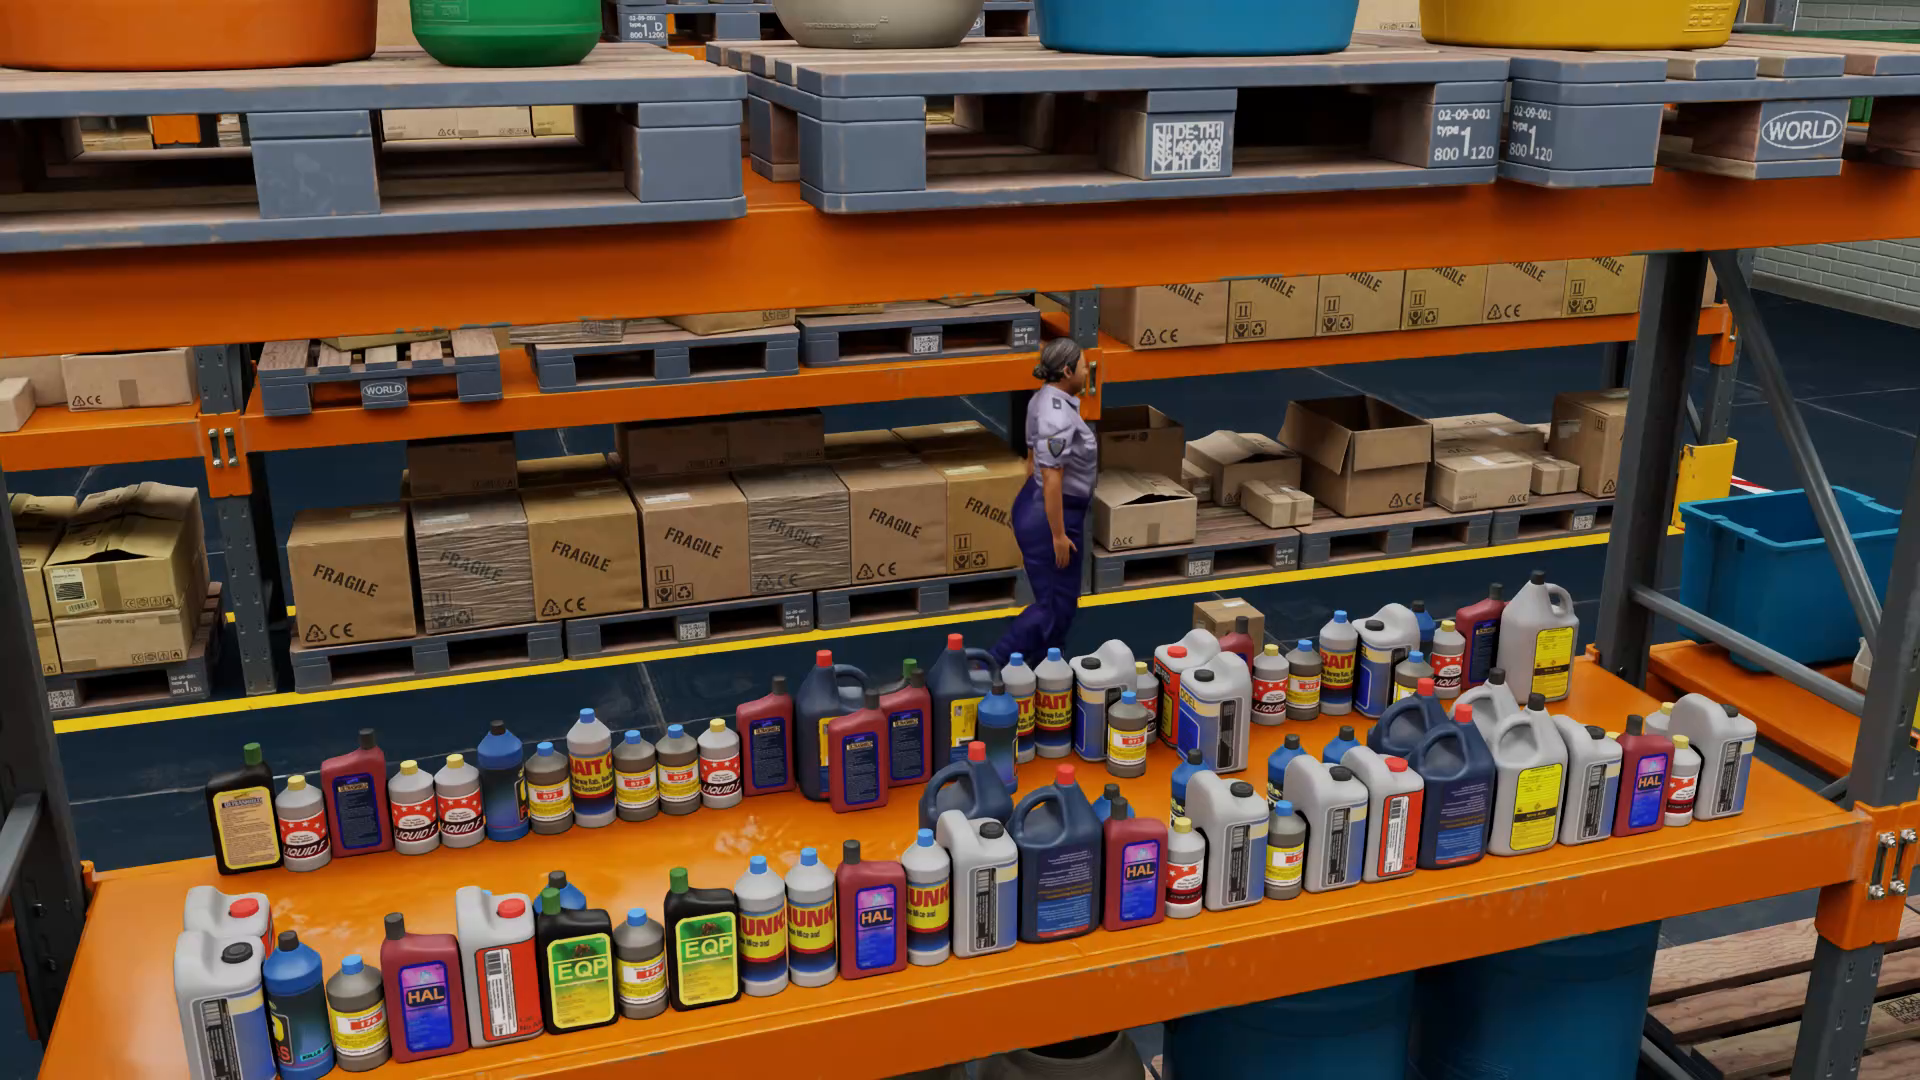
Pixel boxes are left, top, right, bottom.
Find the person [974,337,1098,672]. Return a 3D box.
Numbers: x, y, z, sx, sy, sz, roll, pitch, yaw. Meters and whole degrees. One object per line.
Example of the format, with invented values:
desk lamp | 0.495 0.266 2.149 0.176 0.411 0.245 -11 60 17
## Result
person | 0.333 -0.066 7.290 0.561 1.647 0.514 -1 19 -2
